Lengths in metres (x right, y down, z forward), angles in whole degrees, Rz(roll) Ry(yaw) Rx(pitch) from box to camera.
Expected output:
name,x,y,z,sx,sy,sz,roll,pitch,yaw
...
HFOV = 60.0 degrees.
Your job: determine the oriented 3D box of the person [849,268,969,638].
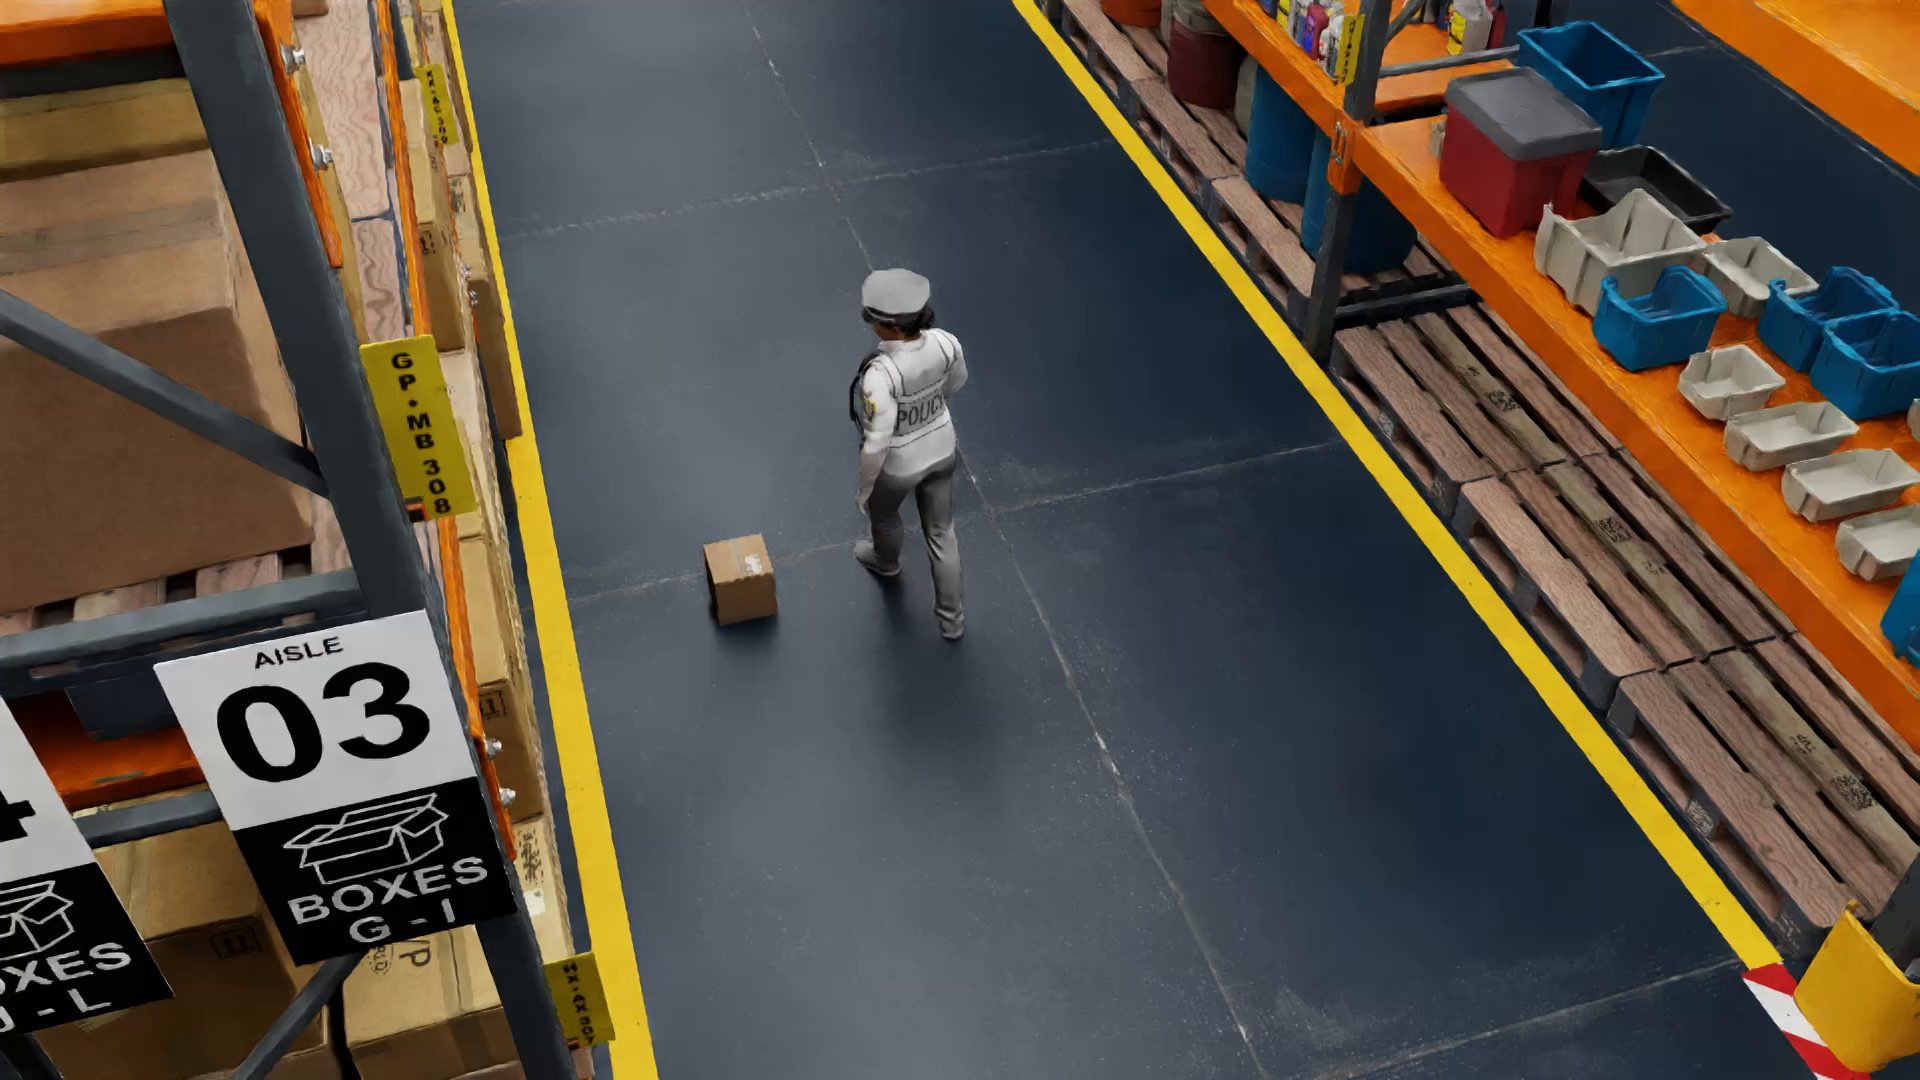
name,x,y,z,sx,sy,sz,roll,pitch,yaw
person,-0.233,-0.372,6.588,0.604,1.664,0.748,-26,48,-25
